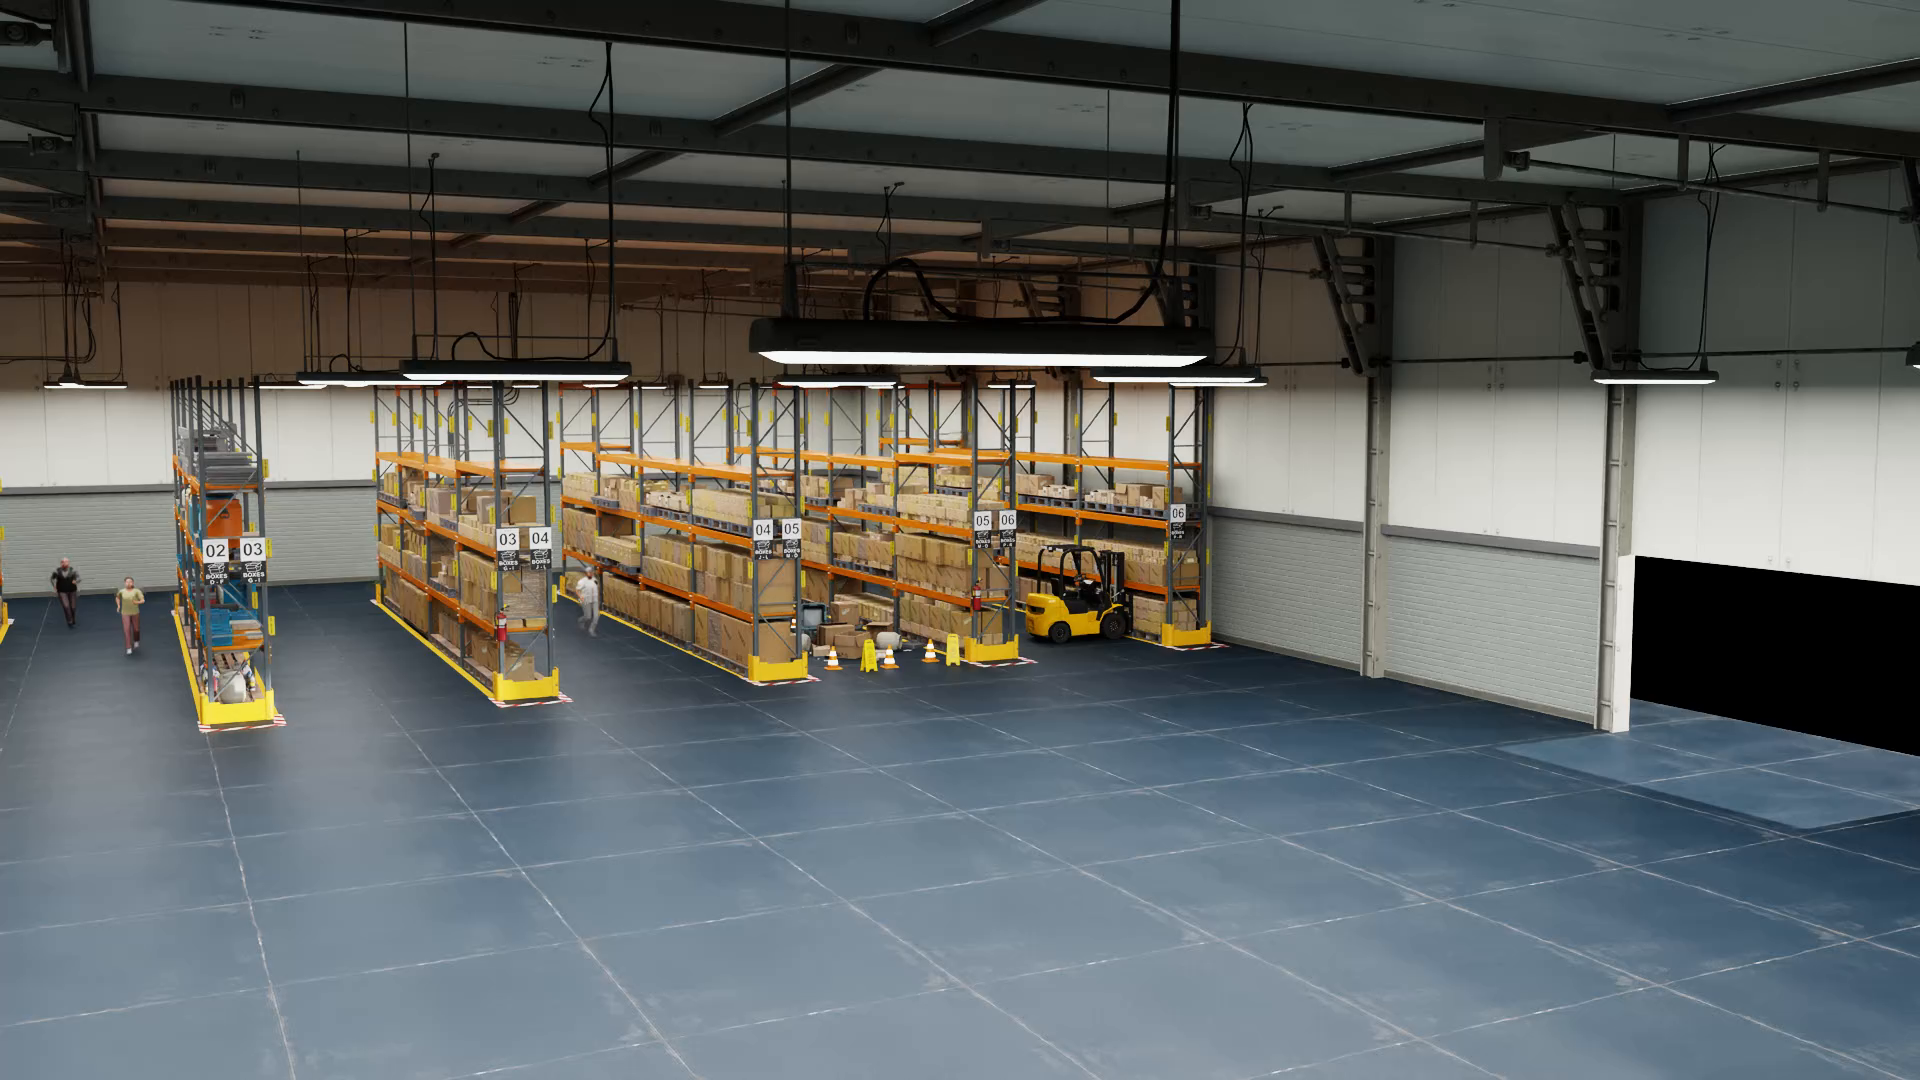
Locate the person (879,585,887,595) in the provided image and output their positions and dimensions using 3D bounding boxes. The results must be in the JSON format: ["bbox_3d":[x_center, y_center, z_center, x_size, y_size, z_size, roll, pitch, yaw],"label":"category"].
[{"bbox_3d":[-2.025,0.611,44.646,0.686,1.731,0.536,-2,6,-23],"label":"person"}]

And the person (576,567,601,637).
[{"bbox_3d":[-8.732,1.447,39.124,0.614,1.630,0.574,-4,6,-38],"label":"person"}]

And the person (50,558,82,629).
[{"bbox_3d":[-21.720,1.291,40.436,0.656,1.738,0.840,-3,6,-33],"label":"person"}]

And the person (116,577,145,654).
[{"bbox_3d":[-18.214,1.629,36.514,0.581,1.646,0.958,-2,6,-23],"label":"person"}]
